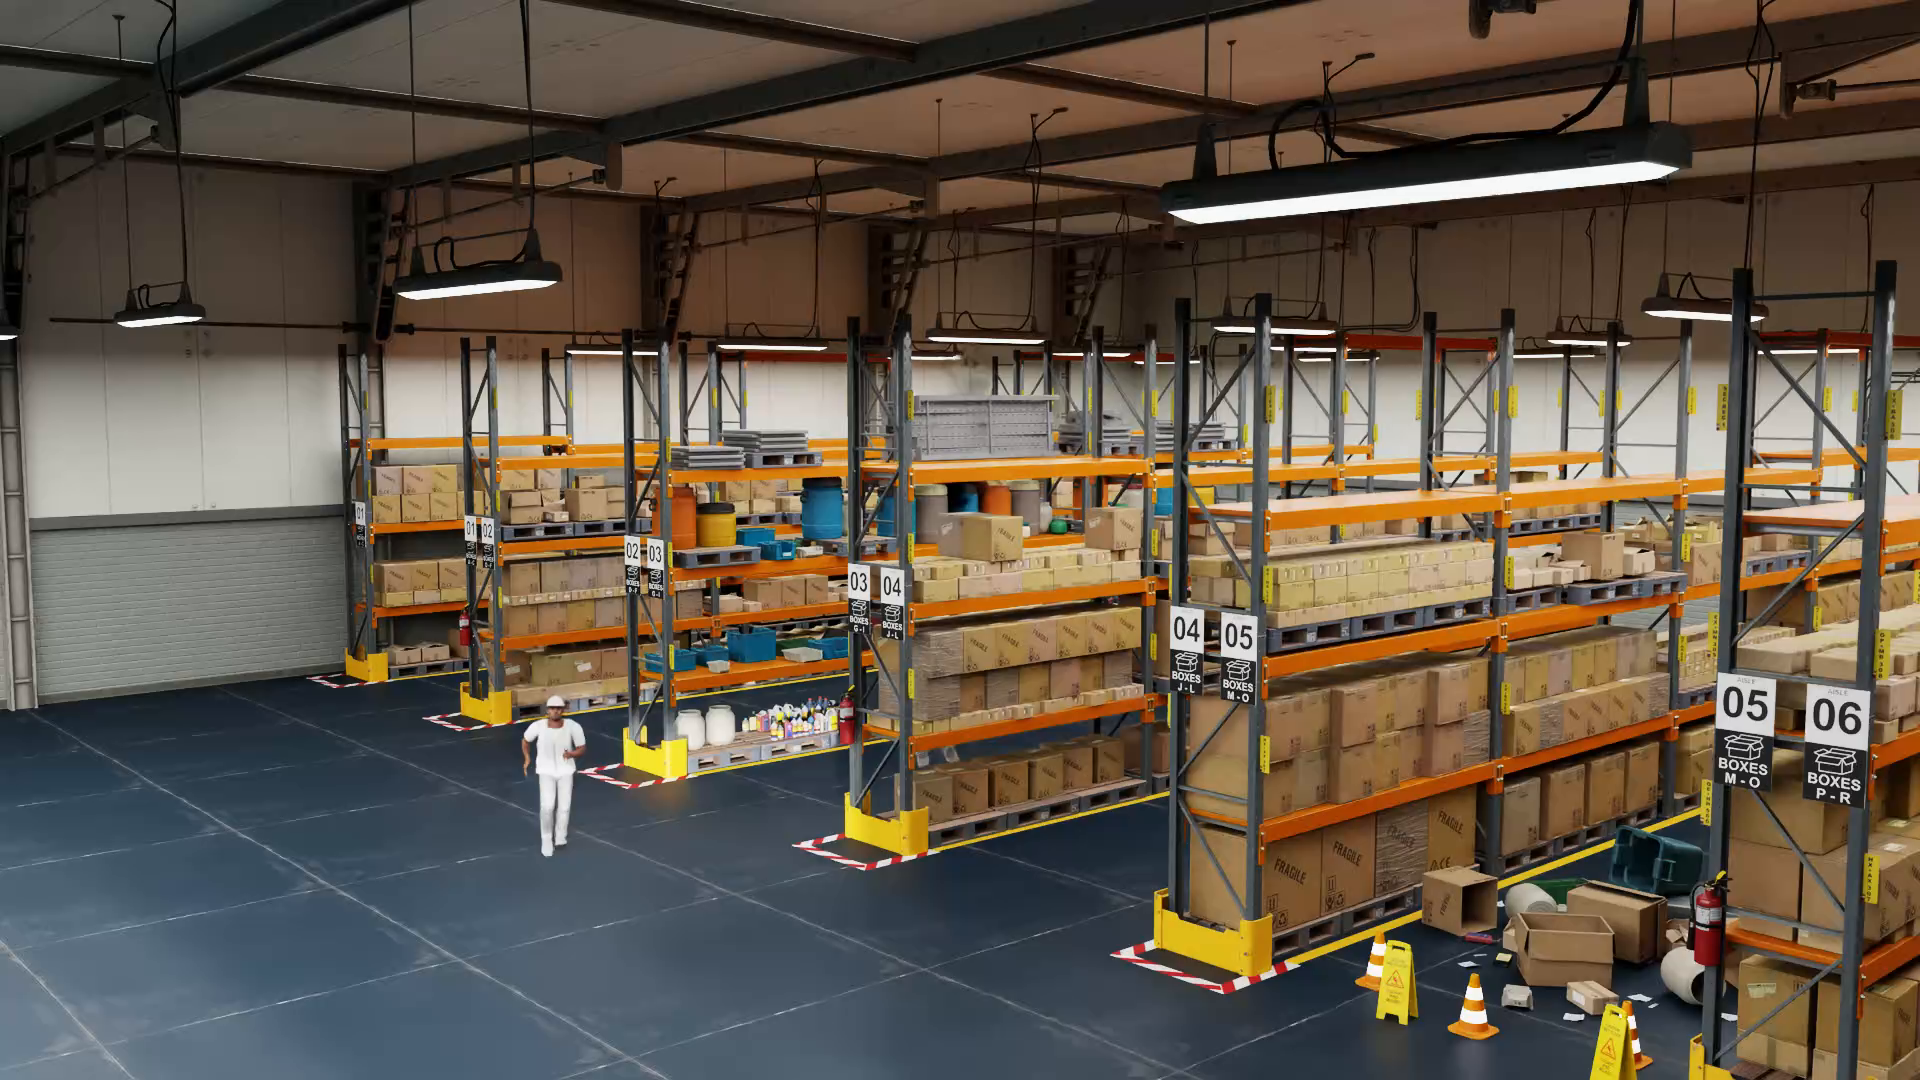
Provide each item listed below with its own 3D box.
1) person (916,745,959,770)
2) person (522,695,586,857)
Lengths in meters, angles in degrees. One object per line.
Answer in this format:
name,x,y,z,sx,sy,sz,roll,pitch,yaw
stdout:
person,-0.316,2.343,21.506,0.643,1.844,0.876,4,6,36
person,-4.516,2.630,18.559,0.676,1.796,0.725,-2,5,-18
